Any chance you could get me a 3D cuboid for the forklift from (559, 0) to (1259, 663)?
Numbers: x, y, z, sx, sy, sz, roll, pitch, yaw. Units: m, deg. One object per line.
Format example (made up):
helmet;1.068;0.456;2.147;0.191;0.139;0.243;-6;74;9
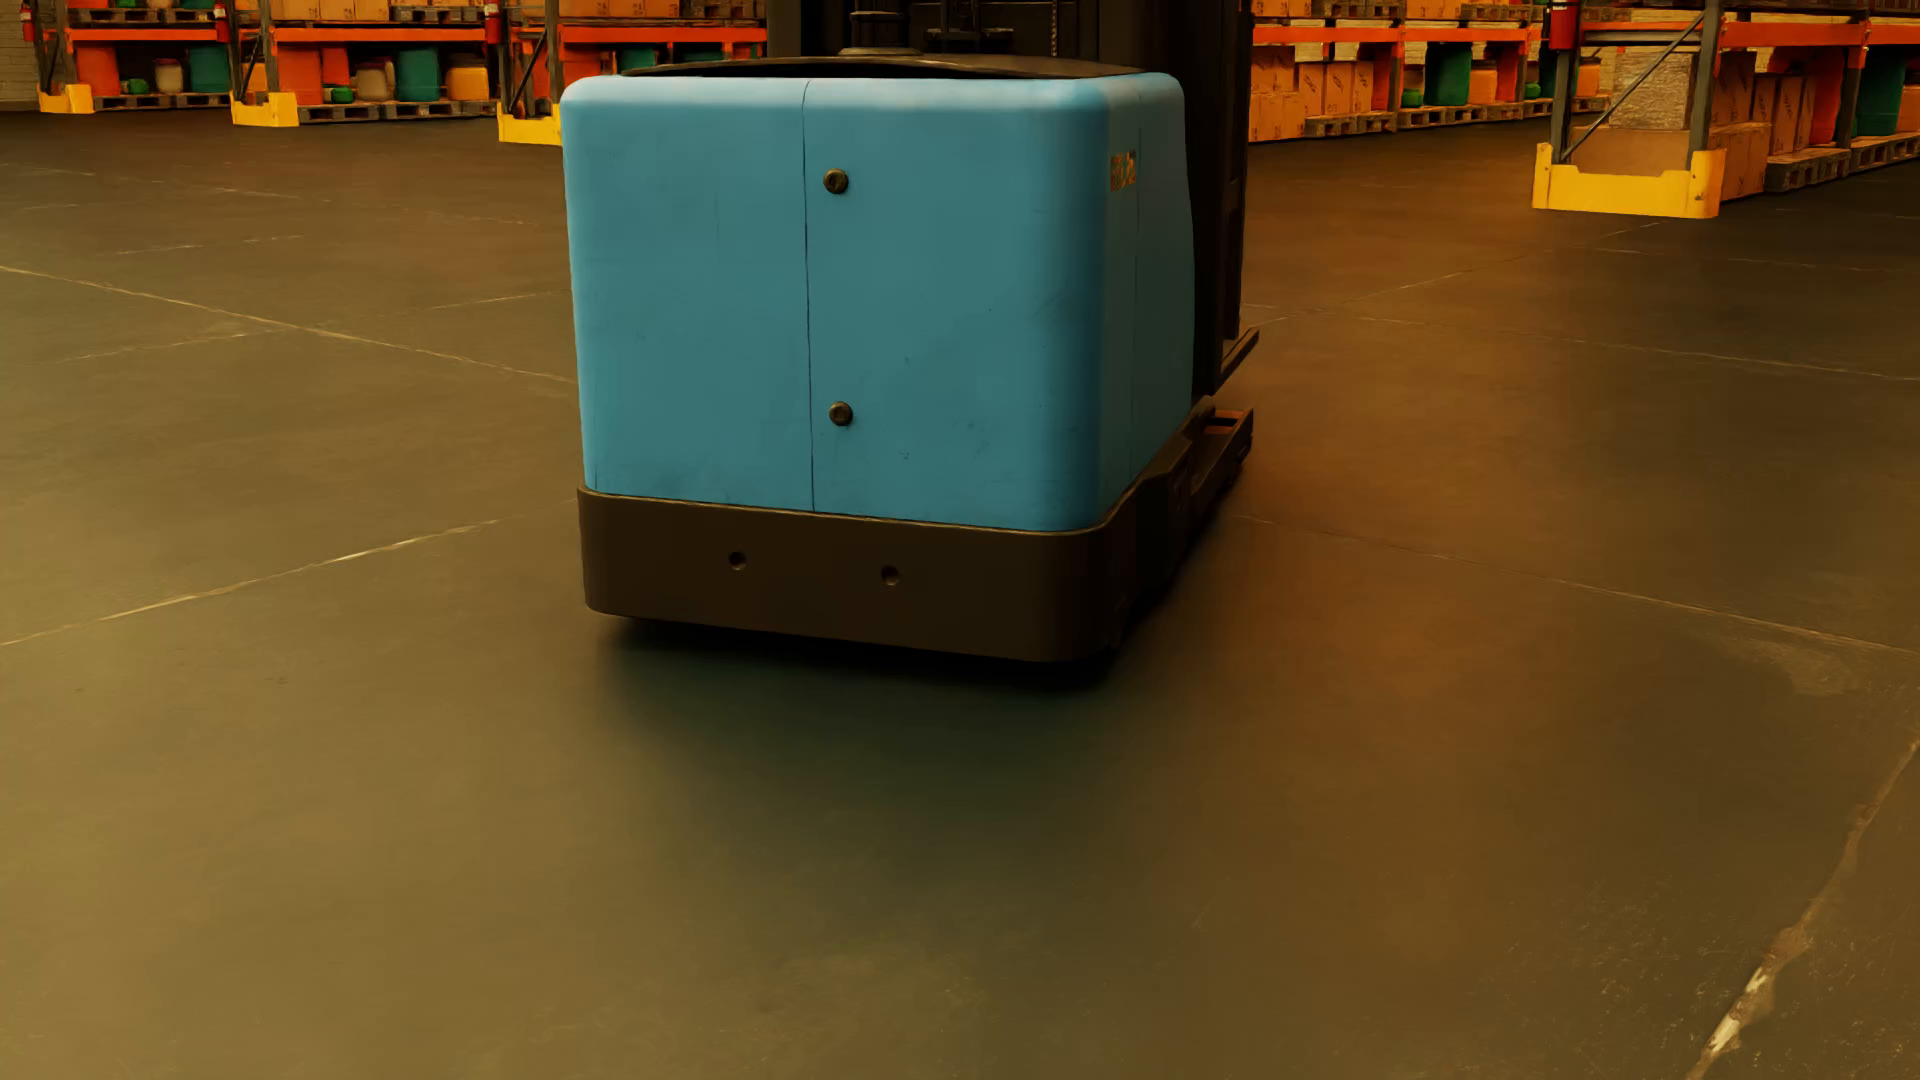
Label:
forklift;0.182;-1.571;4.072;1.130;2.935;3.031;5;18;17
